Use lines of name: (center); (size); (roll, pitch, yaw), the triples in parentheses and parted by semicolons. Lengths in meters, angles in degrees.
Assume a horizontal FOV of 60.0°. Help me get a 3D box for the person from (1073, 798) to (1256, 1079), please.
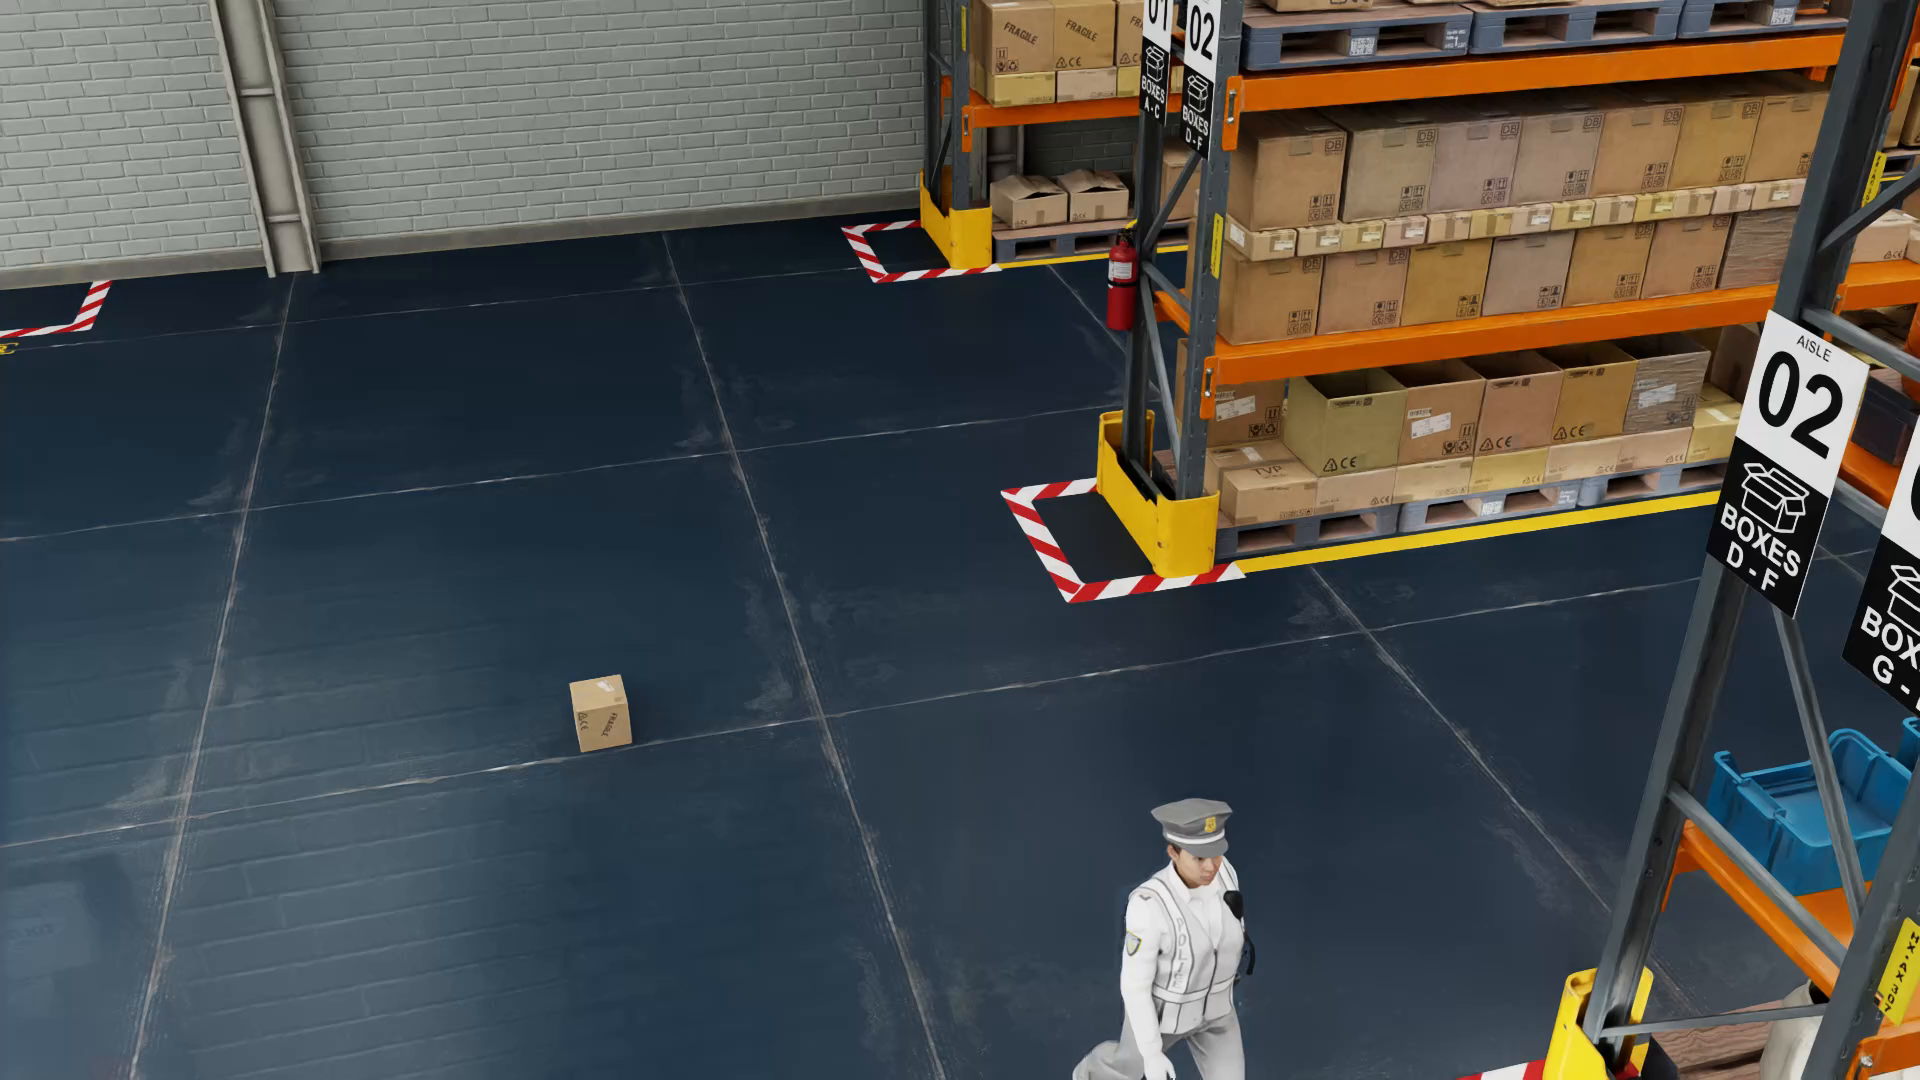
person: (0.757, 1.565, 5.546); (0.520, 1.637, 1.012); (-15, 34, -24)
